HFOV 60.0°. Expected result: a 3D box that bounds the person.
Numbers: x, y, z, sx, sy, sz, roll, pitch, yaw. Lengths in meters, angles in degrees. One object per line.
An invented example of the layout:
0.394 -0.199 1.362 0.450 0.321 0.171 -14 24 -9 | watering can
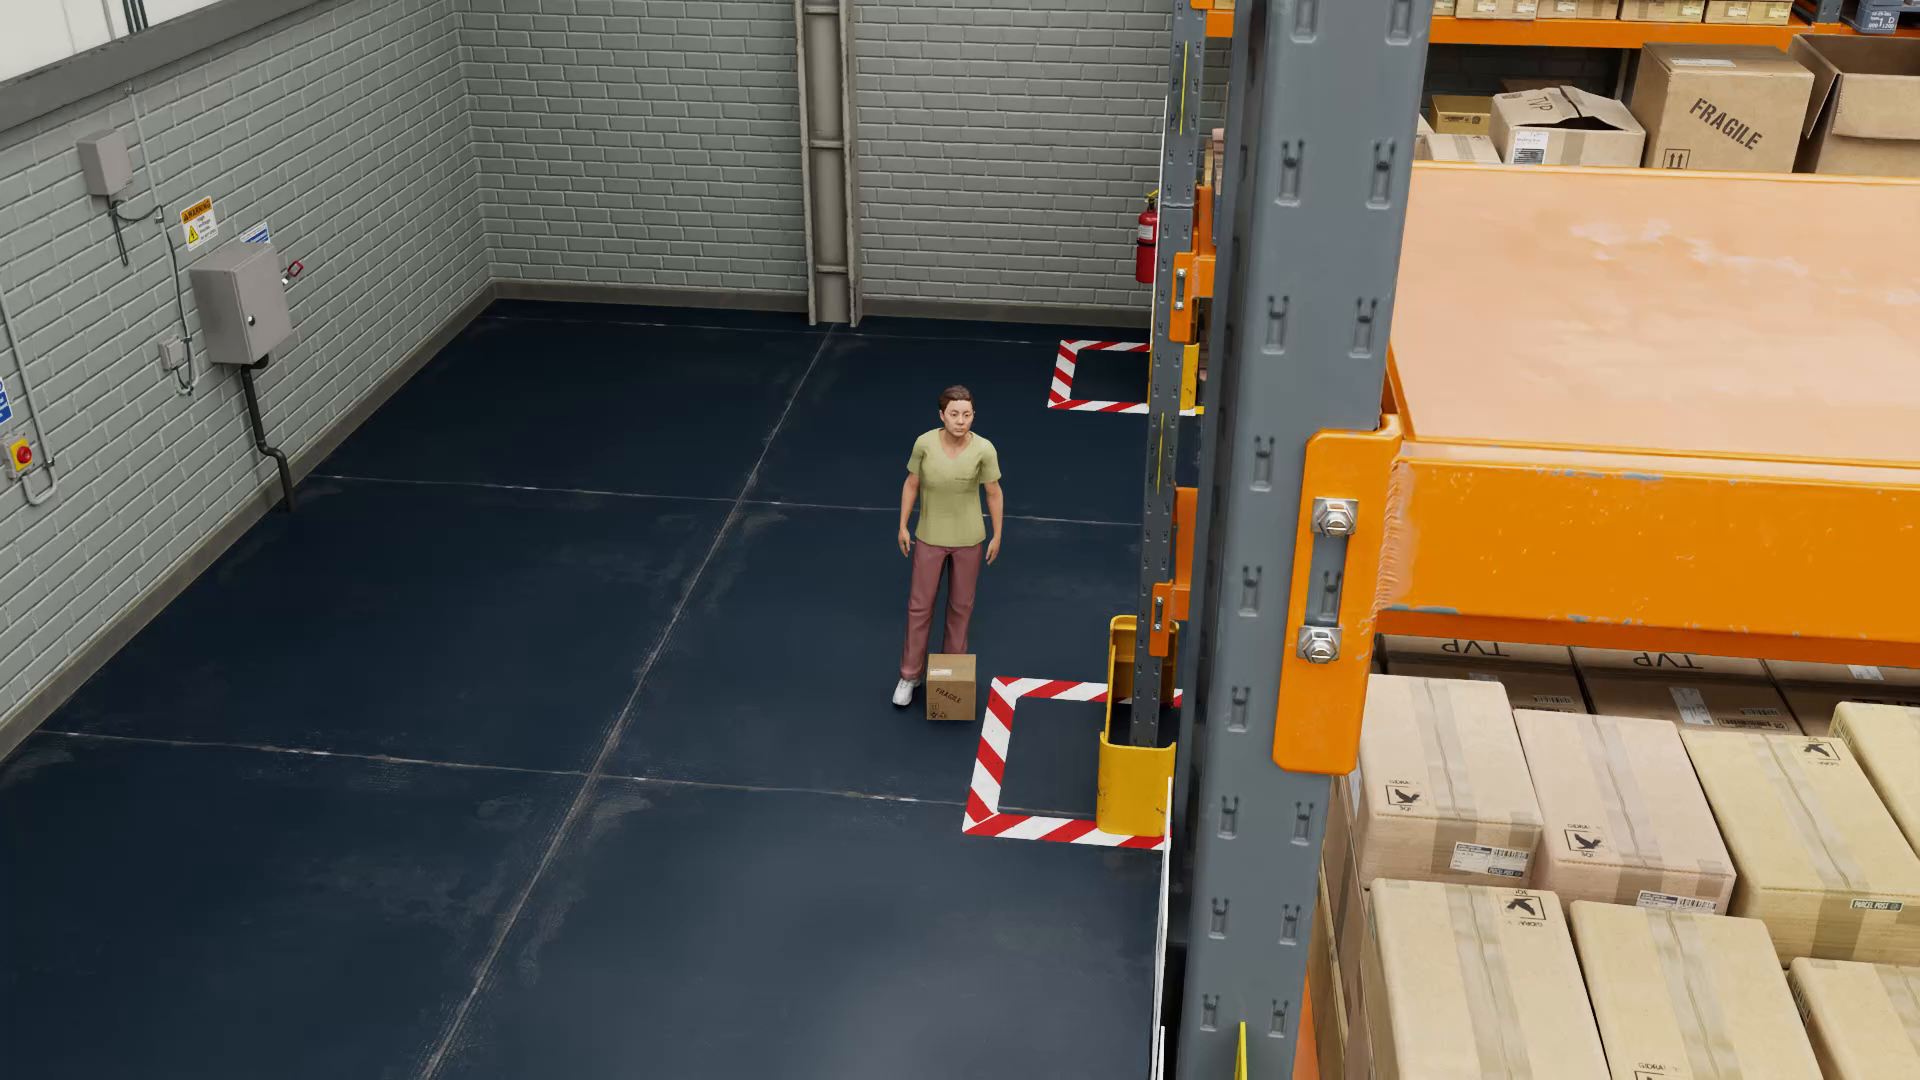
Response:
-0.063 0.031 8.548 0.554 1.676 0.549 2 29 4 | person
